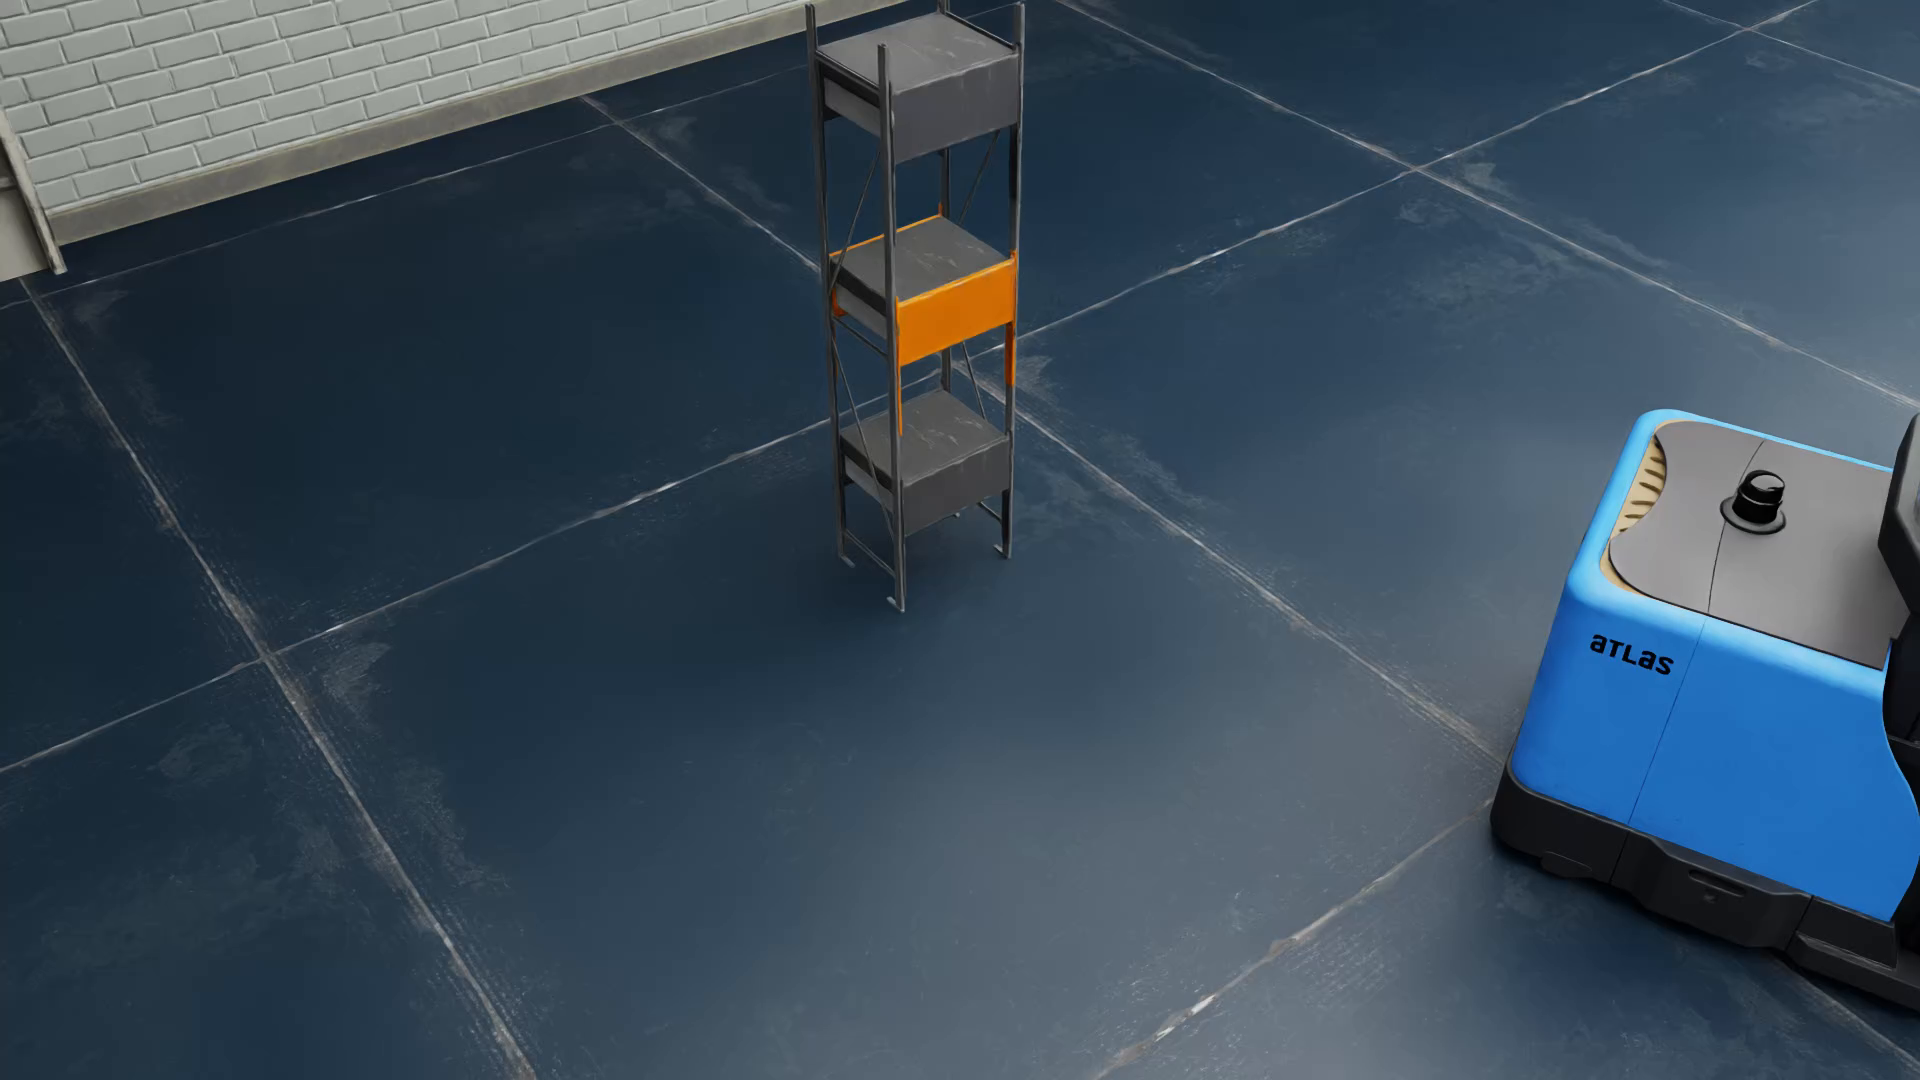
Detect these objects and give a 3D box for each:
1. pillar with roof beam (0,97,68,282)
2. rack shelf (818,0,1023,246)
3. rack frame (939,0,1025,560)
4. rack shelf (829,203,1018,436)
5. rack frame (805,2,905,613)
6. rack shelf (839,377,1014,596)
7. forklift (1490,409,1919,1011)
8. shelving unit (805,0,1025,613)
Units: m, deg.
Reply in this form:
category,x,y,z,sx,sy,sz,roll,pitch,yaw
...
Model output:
category,x,y,z,sx,sy,sz,roll,pitch,yaw
pillar with roof beam,-1.803,-2.572,2.291,0.400,9.000,9.100,-26,46,-28
rack shelf,-0.131,-1.278,5.071,0.480,0.518,0.431,-26,46,-28
rack frame,0.062,-0.842,5.621,0.015,2.100,0.400,-26,46,-28
rack shelf,-0.131,-0.737,5.515,0.480,0.518,0.431,-26,46,-28
rack frame,-0.325,-0.654,5.391,0.015,2.100,0.400,-26,46,-28
rack shelf,-0.131,-0.196,5.959,0.480,0.518,0.431,-26,46,-28
forklift,3.158,0.002,3.936,3.031,2.935,1.130,20,43,22
shelving unit,-0.131,-0.748,5.506,0.503,2.100,0.431,-26,46,-28
